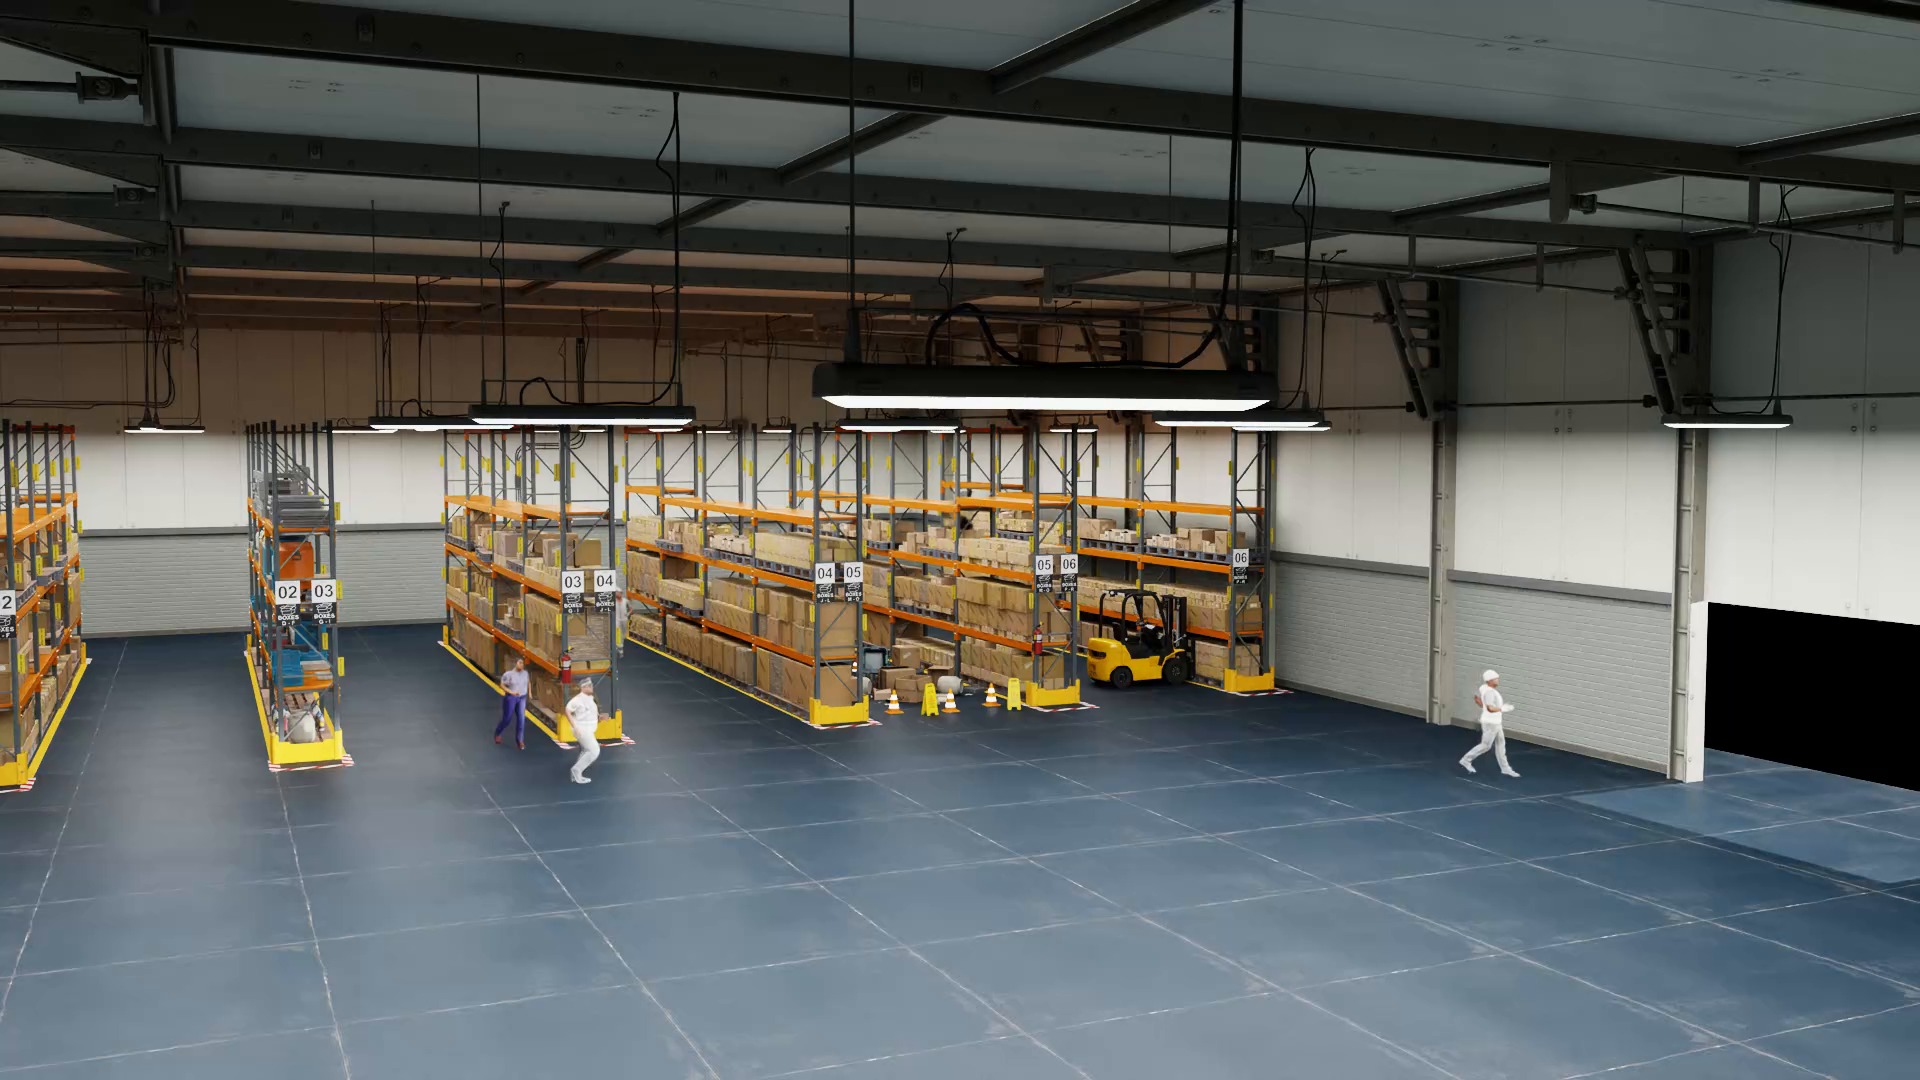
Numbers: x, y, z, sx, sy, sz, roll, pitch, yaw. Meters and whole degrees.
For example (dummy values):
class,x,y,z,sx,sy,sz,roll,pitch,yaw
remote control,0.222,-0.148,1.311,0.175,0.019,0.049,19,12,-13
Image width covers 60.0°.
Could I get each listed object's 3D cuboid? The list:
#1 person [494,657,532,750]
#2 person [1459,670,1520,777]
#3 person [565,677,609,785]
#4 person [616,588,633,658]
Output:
class,x,y,z,sx,sy,sz,roll,pitch,yaw
person,-8.185,2.989,30.675,0.634,1.641,0.854,-3,5,-41
person,8.871,3.065,27.801,0.978,1.787,0.682,1,4,19
person,-6.125,3.131,27.408,0.622,1.756,0.667,0,4,6
person,-8.811,2.139,43.170,0.643,1.788,0.881,-1,4,-19
